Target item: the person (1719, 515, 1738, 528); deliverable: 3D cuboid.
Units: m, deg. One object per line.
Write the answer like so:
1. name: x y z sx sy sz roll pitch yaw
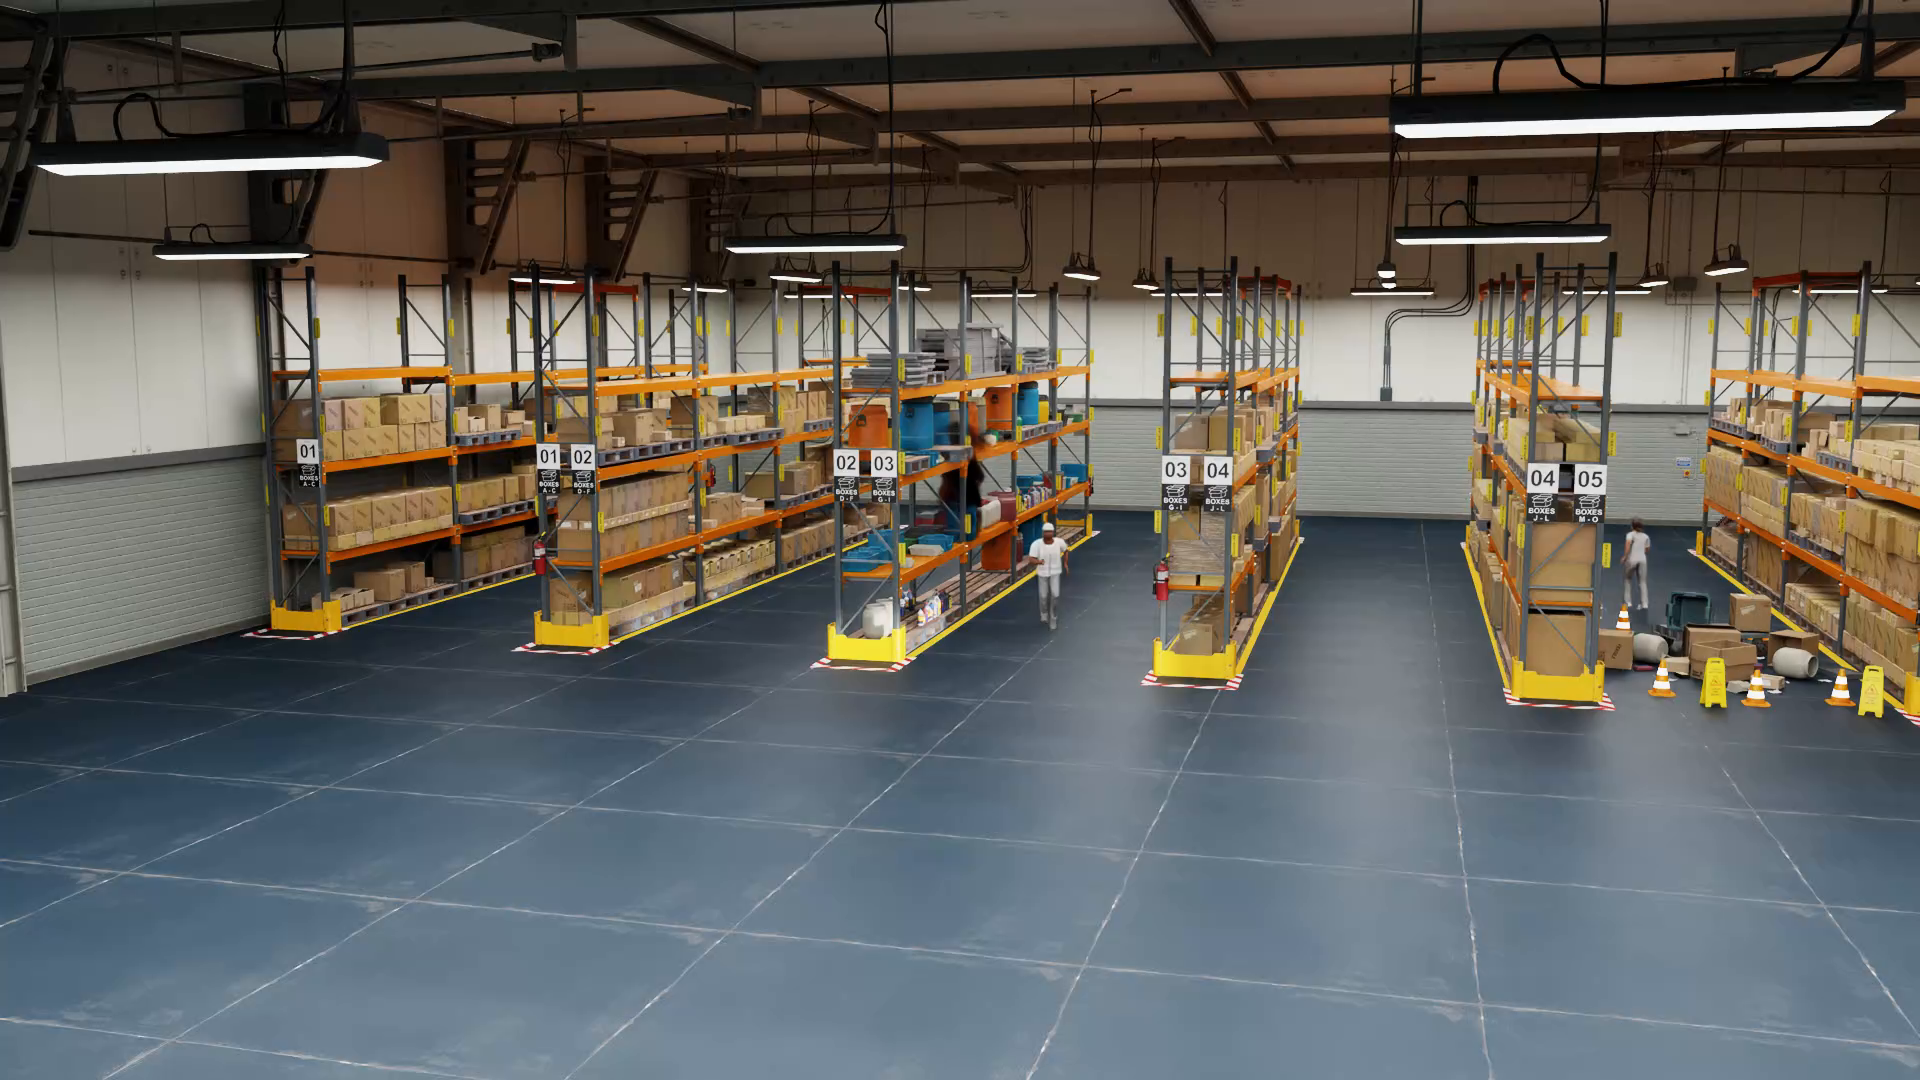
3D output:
1. person: 17.628 -0.596 37.758 0.776 1.672 0.498 1 7 11

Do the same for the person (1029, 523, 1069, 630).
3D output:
1. person: 1.492 0.605 27.863 0.681 1.810 0.826 0 7 0

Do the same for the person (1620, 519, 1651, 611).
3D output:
1. person: 12.005 0.456 29.503 0.561 1.640 0.955 1 7 6
